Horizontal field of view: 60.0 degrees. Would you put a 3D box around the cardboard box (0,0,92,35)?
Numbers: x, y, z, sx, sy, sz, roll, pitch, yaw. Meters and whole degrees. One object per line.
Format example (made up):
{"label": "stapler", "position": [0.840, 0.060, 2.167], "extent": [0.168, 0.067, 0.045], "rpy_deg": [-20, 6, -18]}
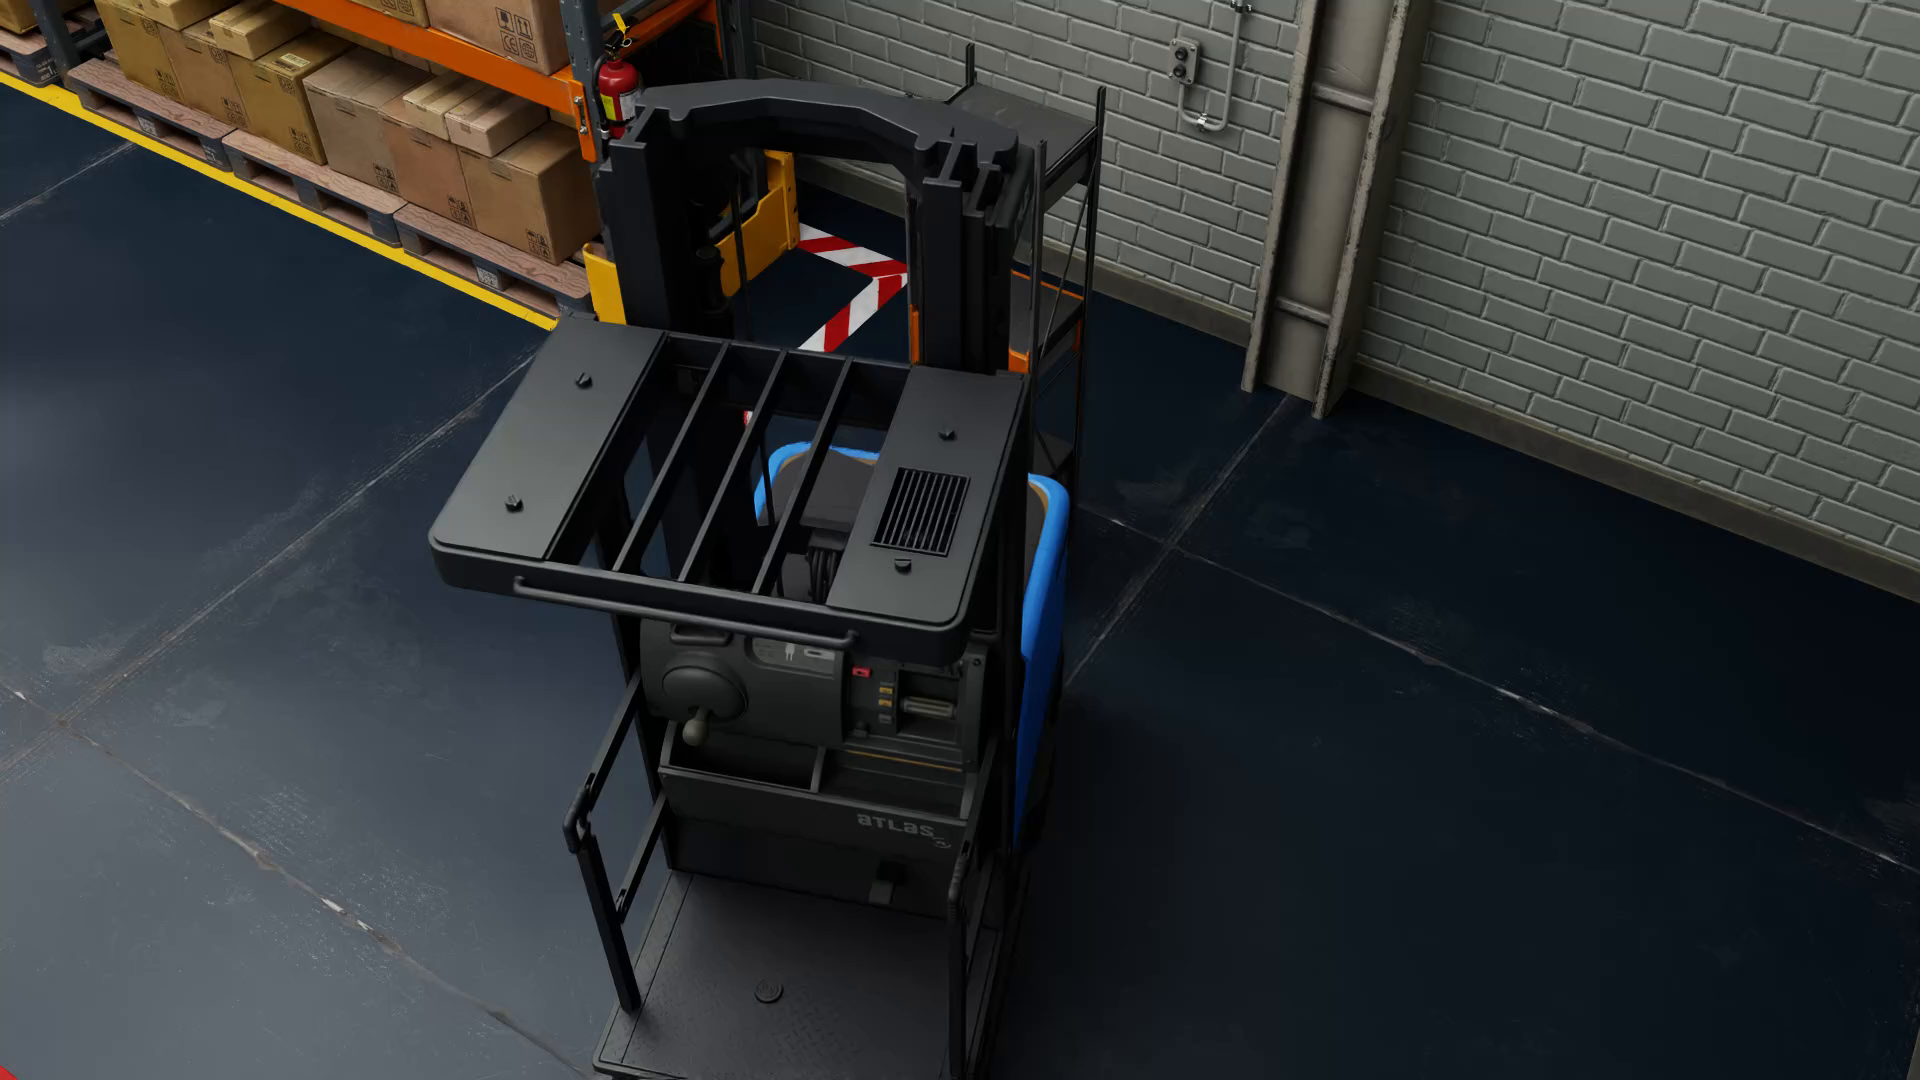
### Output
{"label": "cardboard box", "position": [-5.226, -3.378, 9.147], "extent": [0.750, 0.750, 0.750], "rpy_deg": [25, 51, 23]}

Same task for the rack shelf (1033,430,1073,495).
{"label": "rack shelf", "position": [0.139, -0.170, 6.446], "extent": [0.480, 0.518, 0.431], "rpy_deg": [25, 51, 22]}

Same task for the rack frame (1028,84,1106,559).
{"label": "rack frame", "position": [0.345, -0.573, 5.843], "extent": [0.015, 2.100, 0.400], "rpy_deg": [25, 51, 22]}

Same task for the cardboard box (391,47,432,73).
{"label": "cardboard box", "position": [-2.523, -2.434, 8.022], "extent": [0.250, 0.149, 0.380], "rpy_deg": [25, 51, 23]}

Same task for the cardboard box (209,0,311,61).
{"label": "cardboard box", "position": [-3.405, -2.513, 8.098], "extent": [0.250, 0.149, 0.380], "rpy_deg": [23, 50, 21]}

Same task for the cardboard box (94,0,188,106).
{"label": "cardboard box", "position": [-4.034, -2.732, 8.763], "extent": [0.500, 0.500, 0.700], "rpy_deg": [25, 51, 23]}

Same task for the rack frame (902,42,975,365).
{"label": "rack frame", "position": [-0.066, -0.762, 6.026], "extent": [0.015, 2.100, 0.400], "rpy_deg": [25, 51, 22]}

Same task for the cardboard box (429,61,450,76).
{"label": "cardboard box", "position": [-2.309, -2.336, 7.927], "extent": [0.250, 0.149, 0.380], "rpy_deg": [25, 51, 22]}

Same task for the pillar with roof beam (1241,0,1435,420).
{"label": "pillar with roof beam", "position": [-0.826, -1.228, 1.669], "extent": [0.400, 9.000, 9.100], "rpy_deg": [25, 51, 22]}

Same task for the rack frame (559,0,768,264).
{"label": "rack frame", "position": [-1.242, -2.259, 6.854], "extent": [0.127, 3.000, 1.000], "rpy_deg": [25, 51, 22]}

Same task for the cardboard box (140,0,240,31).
{"label": "cardboard box", "position": [-3.845, -2.715, 8.295], "extent": [0.250, 0.149, 0.380], "rpy_deg": [26, 51, 23]}

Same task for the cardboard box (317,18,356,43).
{"label": "cardboard box", "position": [-2.953, -2.632, 8.214], "extent": [0.250, 0.149, 0.380], "rpy_deg": [24, 50, 21]}

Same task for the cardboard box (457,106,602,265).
{"label": "cardboard box", "position": [-1.885, -1.745, 7.804], "extent": [0.500, 0.500, 0.700], "rpy_deg": [25, 51, 22]}

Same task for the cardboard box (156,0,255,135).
{"label": "cardboard box", "position": [-3.613, -2.535, 8.572], "extent": [0.500, 0.500, 0.700], "rpy_deg": [24, 51, 22]}

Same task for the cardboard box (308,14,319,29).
{"label": "cardboard box", "position": [-3.170, -2.731, 8.310], "extent": [0.250, 0.149, 0.380], "rpy_deg": [25, 51, 22]}

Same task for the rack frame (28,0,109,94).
{"label": "rack frame", "position": [-4.609, -3.808, 8.359], "extent": [0.127, 3.000, 1.000], "rpy_deg": [25, 51, 22]}

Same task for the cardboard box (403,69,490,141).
{"label": "cardboard box", "position": [-2.307, -2.009, 7.609], "extent": [0.250, 0.149, 0.380], "rpy_deg": [26, 51, 23]}

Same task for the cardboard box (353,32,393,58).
{"label": "cardboard box", "position": [-2.740, -2.533, 8.118], "extent": [0.250, 0.149, 0.380], "rpy_deg": [25, 51, 22]}

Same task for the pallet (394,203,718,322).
{"label": "pallet", "position": [-1.957, -1.550, 8.109], "extent": [1.213, 0.211, 1.003], "rpy_deg": [25, 51, 22]}

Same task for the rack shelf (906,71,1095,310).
{"label": "rack shelf", "position": [0.139, -1.146, 5.442], "extent": [0.480, 0.518, 0.431], "rpy_deg": [25, 51, 22]}

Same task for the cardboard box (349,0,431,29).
{"label": "cardboard box", "position": [-2.295, -2.830, 7.199], "extent": [0.700, 0.700, 0.980], "rpy_deg": [24, 51, 22]}

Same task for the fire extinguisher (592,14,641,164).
{"label": "fire extinguisher", "position": [-1.364, -1.765, 6.688], "extent": [0.183, 0.674, 0.296], "rpy_deg": [25, 51, 22]}

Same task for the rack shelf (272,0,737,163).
{"label": "rack shelf", "position": [-2.925, -2.783, 7.864], "extent": [4.000, 0.370, 1.077], "rpy_deg": [25, 51, 22]}

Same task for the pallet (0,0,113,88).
{"label": "pallet", "position": [-5.299, -3.089, 9.605], "extent": [1.213, 0.211, 1.003], "rpy_deg": [25, 51, 22]}

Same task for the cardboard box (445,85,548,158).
{"label": "cardboard box", "position": [-2.091, -1.911, 7.513], "extent": [0.250, 0.149, 0.380], "rpy_deg": [24, 51, 22]}

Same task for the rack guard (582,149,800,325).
{"label": "rack guard", "position": [-1.221, -1.379, 7.741], "extent": [0.348, 0.500, 1.175], "rpy_deg": [25, 51, 22]}

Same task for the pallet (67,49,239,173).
{"label": "pallet", "position": [-4.011, -2.495, 9.027], "extent": [1.213, 0.211, 1.003], "rpy_deg": [25, 51, 22]}

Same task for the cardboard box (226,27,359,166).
{"label": "cardboard box", "position": [-3.183, -2.335, 8.378], "extent": [0.500, 0.500, 0.700], "rpy_deg": [26, 51, 23]}

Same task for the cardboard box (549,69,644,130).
{"label": "cardboard box", "position": [-1.672, -2.044, 7.642], "extent": [0.250, 0.149, 0.380], "rpy_deg": [25, 51, 22]}

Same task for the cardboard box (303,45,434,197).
{"label": "cardboard box", "position": [-2.730, -2.133, 8.181], "extent": [0.500, 0.500, 0.700], "rpy_deg": [23, 50, 21]}

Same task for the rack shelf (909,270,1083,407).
{"label": "rack shelf", "position": [0.139, -0.658, 5.944], "extent": [0.480, 0.518, 0.431], "rpy_deg": [25, 51, 22]}

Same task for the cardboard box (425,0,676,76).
{"label": "cardboard box", "position": [-1.676, -2.555, 6.932], "extent": [0.700, 0.700, 0.980], "rpy_deg": [27, 52, 24]}

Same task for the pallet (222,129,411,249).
{"label": "pallet", "position": [-2.980, -2.023, 8.568], "extent": [1.213, 0.211, 1.003], "rpy_deg": [25, 51, 22]}

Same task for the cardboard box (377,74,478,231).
{"label": "cardboard box", "position": [-2.306, -1.939, 7.993], "extent": [0.500, 0.500, 0.700], "rpy_deg": [25, 51, 22]}

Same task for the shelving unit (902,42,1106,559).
{"label": "shelving unit", "position": [0.139, -0.668, 5.935], "extent": [0.503, 2.100, 0.431], "rpy_deg": [25, 51, 22]}

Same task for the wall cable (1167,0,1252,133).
{"label": "wall cable", "position": [0.347, -2.689, 6.563], "extent": [1.851, 1.984, 0.084], "rpy_deg": [25, 51, 22]}

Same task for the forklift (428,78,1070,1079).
{"label": "forklift", "position": [-0.436, 0.486, 4.234], "extent": [1.130, 2.935, 3.031], "rpy_deg": [9, 46, 8]}
